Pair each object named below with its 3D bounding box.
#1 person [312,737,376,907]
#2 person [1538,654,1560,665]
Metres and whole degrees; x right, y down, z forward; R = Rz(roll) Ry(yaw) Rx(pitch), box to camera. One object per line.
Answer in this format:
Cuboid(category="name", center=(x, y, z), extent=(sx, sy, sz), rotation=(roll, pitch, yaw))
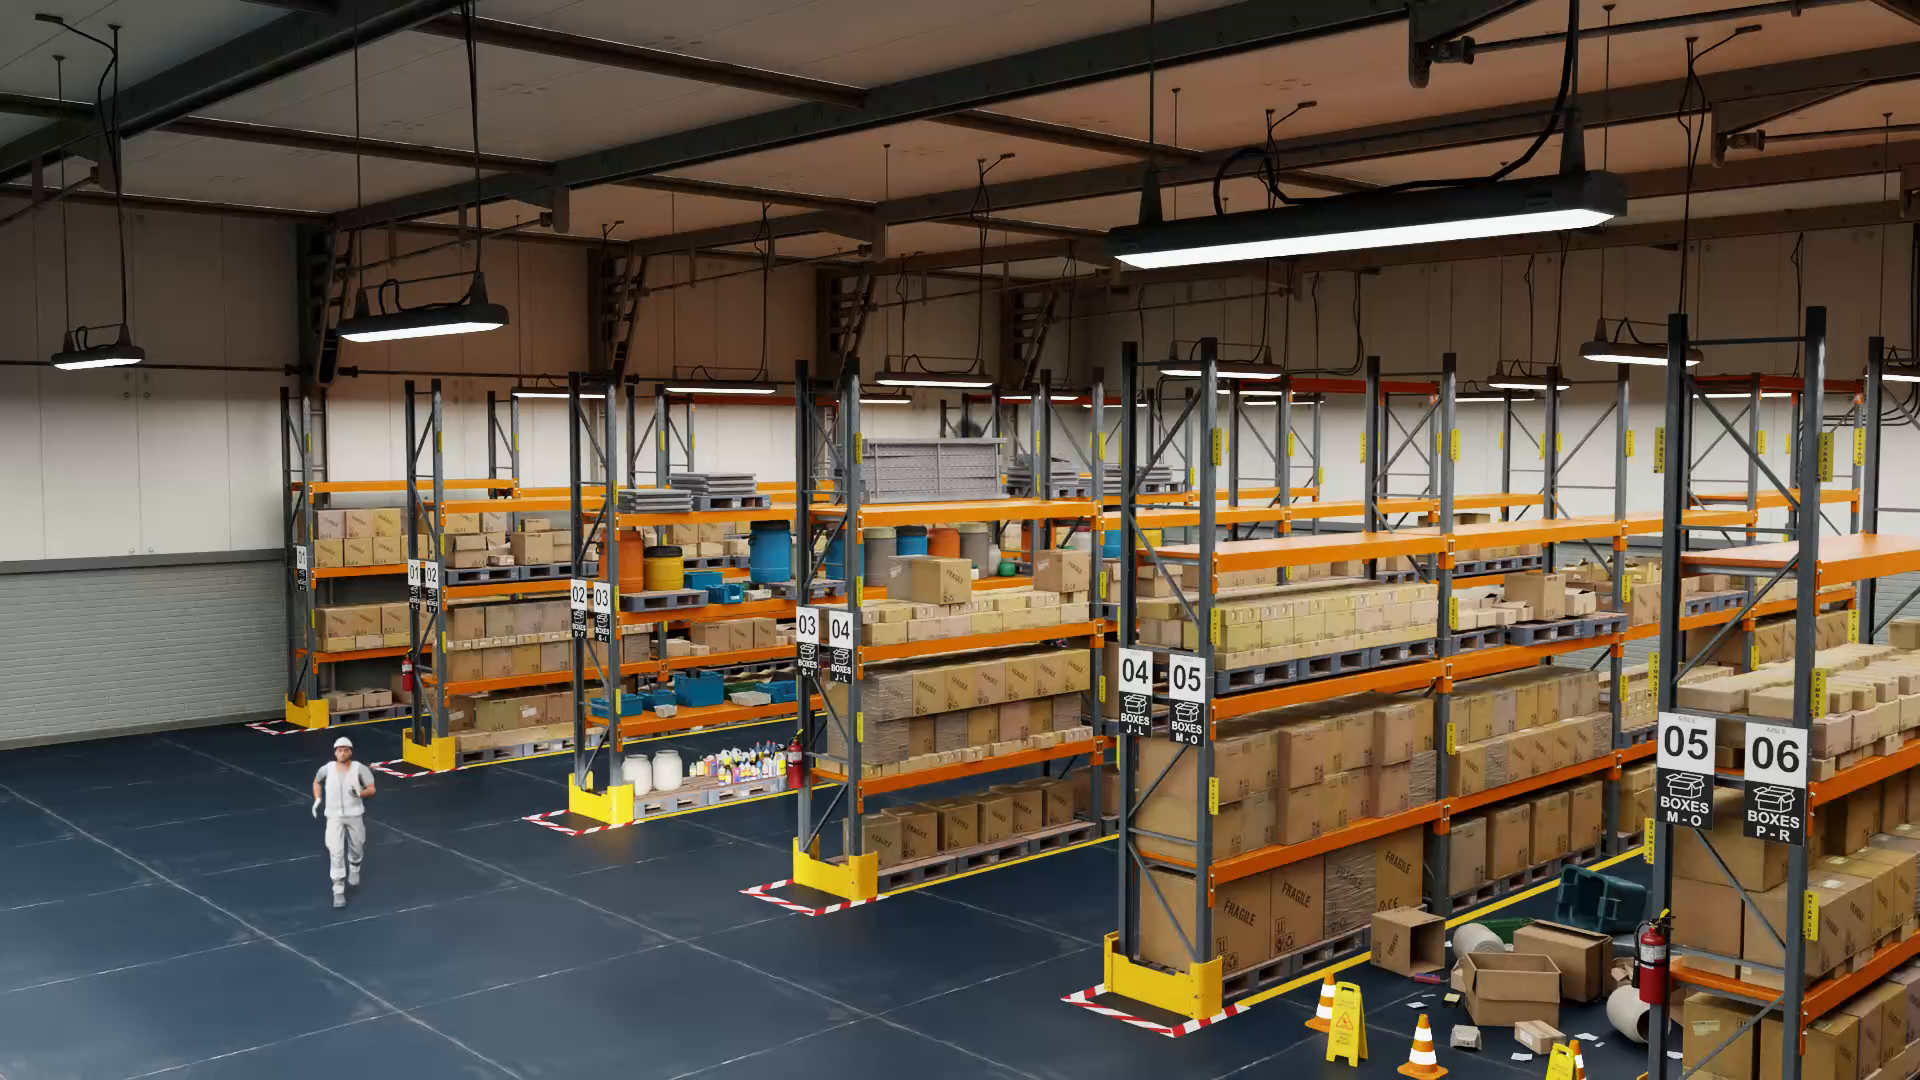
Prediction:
Cuboid(category="person", center=(-6.807, 3.063, 18.394), extent=(0.662, 1.773, 1.002), rotation=(-1, 4, -19))
Cuboid(category="person", center=(10.862, 2.312, 31.143), extent=(0.697, 1.771, 0.844), rotation=(-2, 4, -34))
